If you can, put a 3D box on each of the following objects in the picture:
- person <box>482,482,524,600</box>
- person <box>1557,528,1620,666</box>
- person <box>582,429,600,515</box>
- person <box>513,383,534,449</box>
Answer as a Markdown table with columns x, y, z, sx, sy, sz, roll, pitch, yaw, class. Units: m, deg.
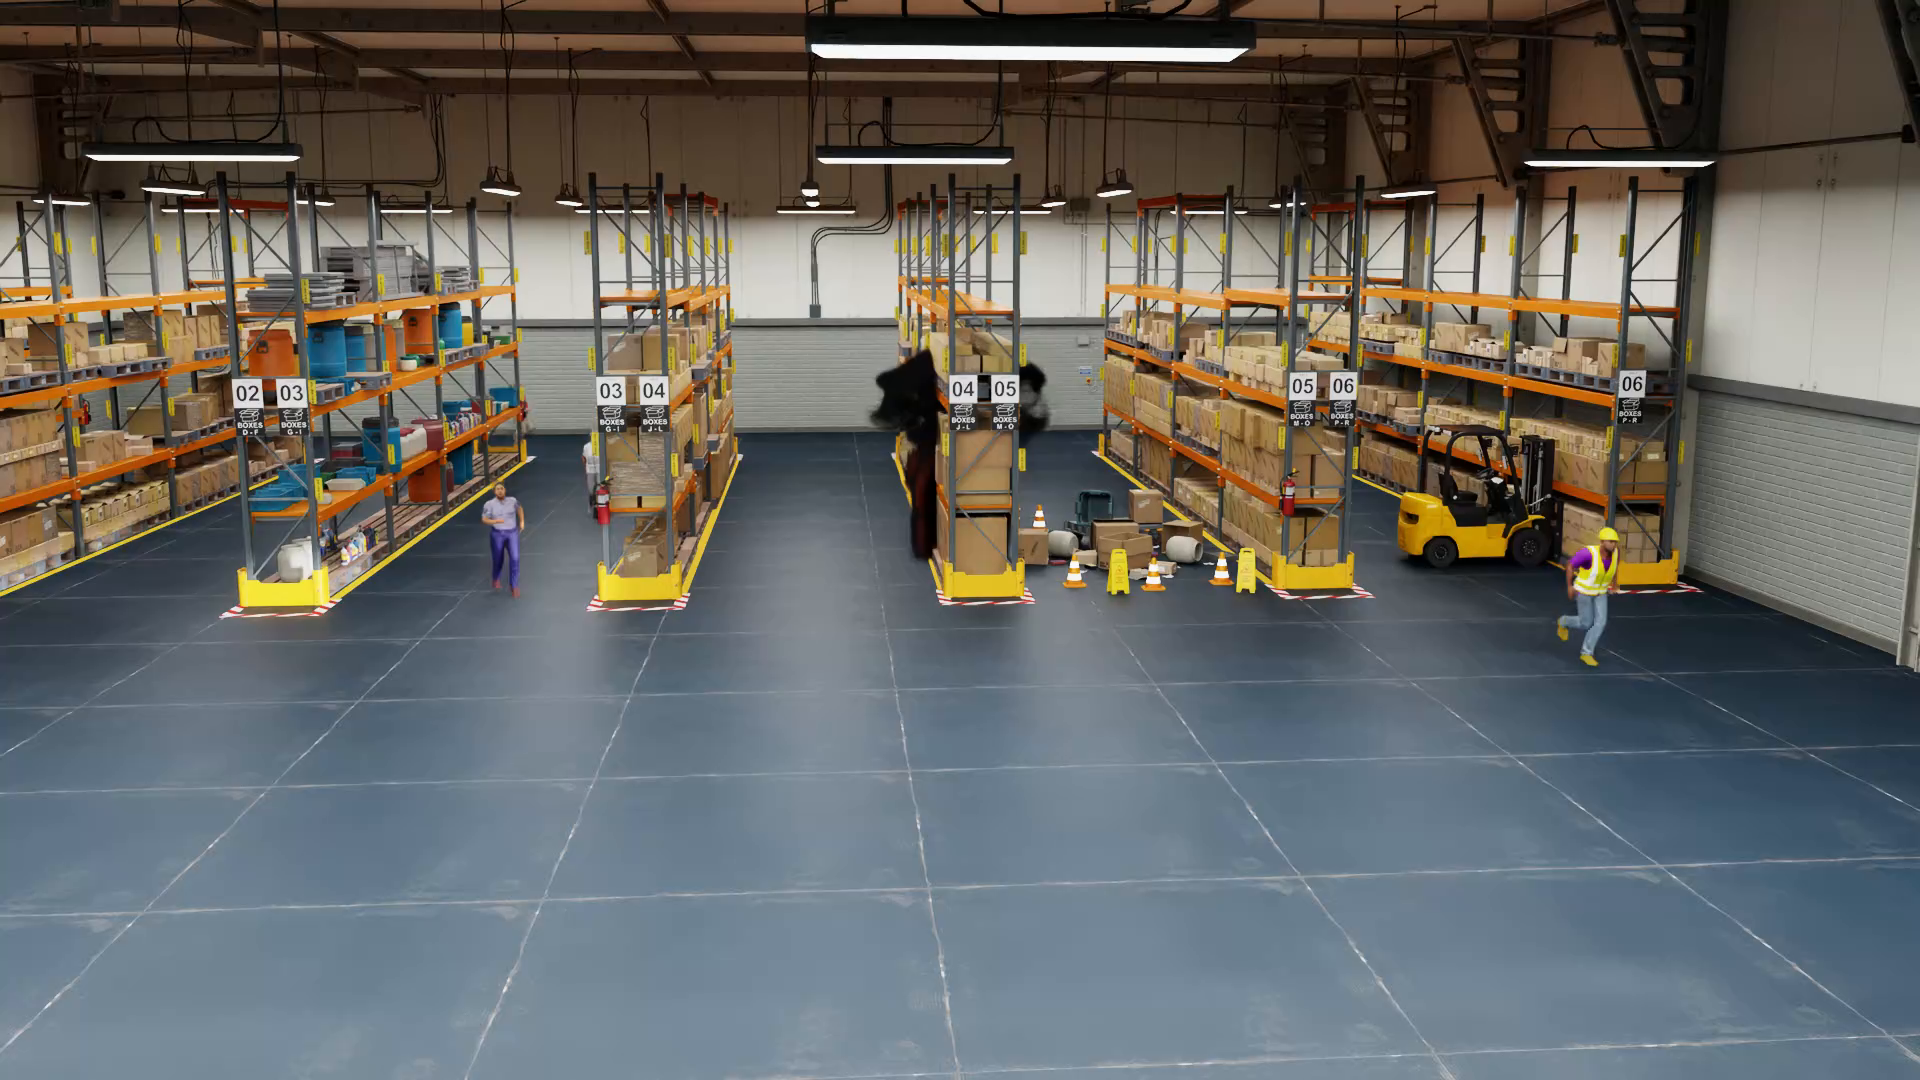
| x | y | z | sx | sy | sz | roll | pitch | yaw | class |
| --- | --- | --- | --- | --- | --- | --- | --- | --- | --- |
| -6.608 | -0.006 | 24.126 | 0.607 | 1.662 | 0.883 | -4 | 11 | -21 | person |
| 7.672 | 0.651 | 20.287 | 0.699 | 1.698 | 0.896 | -4 | 11 | -22 | person |
| -6.776 | -1.248 | 30.960 | 0.561 | 1.667 | 0.573 | -1 | 10 | -5 | person |
| -10.921 | -3.102 | 41.441 | 0.593 | 1.686 | 0.659 | 1 | 10 | 6 | person |
